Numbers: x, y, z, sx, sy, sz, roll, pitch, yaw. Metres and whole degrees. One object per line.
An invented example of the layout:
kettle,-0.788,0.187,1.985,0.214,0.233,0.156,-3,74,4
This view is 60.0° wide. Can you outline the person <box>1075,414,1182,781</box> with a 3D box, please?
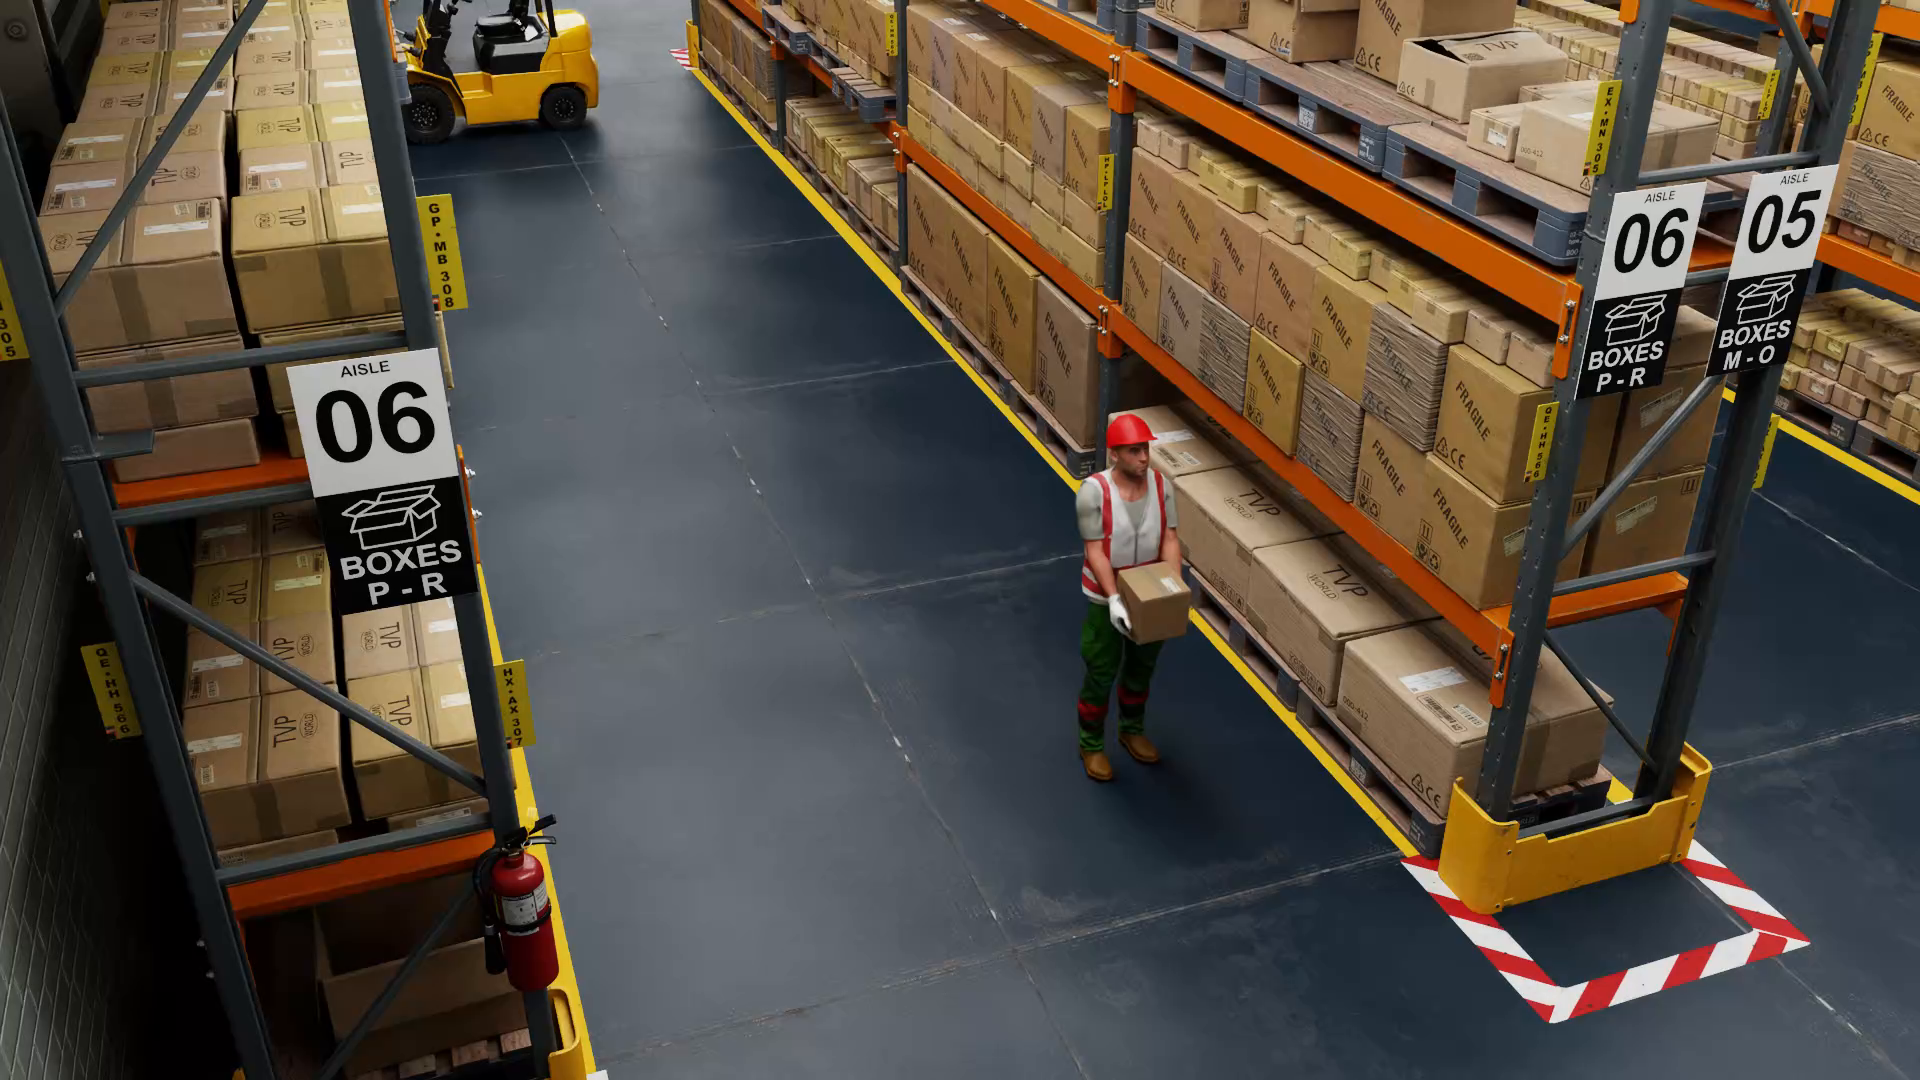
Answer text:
person,0.814,0.295,7.799,0.508,1.793,0.552,-11,31,-18
